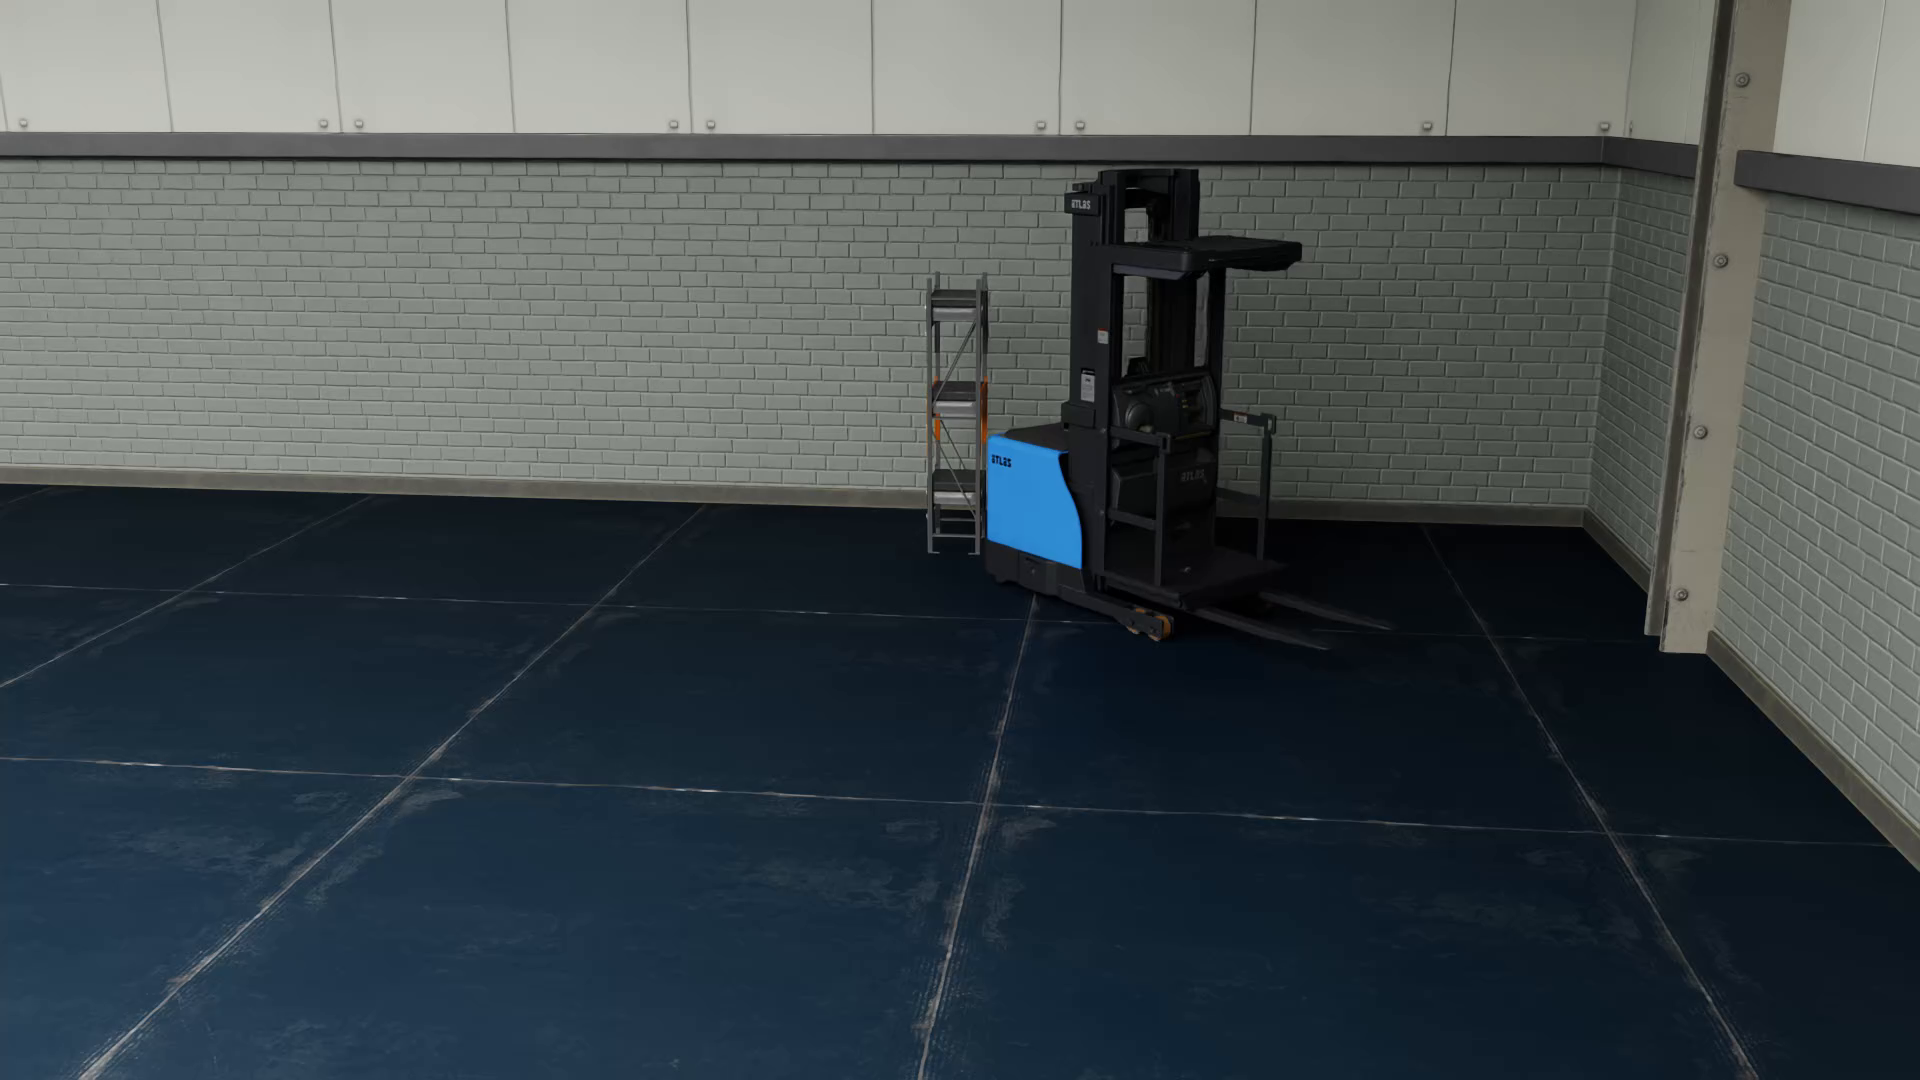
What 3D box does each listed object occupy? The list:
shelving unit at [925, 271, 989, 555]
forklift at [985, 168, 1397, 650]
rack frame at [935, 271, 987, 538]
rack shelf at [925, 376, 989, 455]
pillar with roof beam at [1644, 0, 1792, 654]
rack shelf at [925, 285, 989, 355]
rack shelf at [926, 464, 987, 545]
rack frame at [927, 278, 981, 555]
[{"bbox_3d":[-0.019,-0.971,12.729,0.431,2.100,0.503,2,15,6],"label":"shelving unit"},{"bbox_3d":[1.497,-0.909,10.909,1.130,2.935,3.031,-12,19,-37],"label":"forklift"},{"bbox_3d":[0.009,-1.034,12.963,0.400,2.100,0.015,2,15,6],"label":"rack frame"},{"bbox_3d":[-0.019,-0.958,12.733,0.431,0.518,0.480,2,15,6],"label":"rack shelf"},{"bbox_3d":[0.342,-3.808,10.007,9.100,9.000,0.400,2,15,6],"label":"pillar with roof beam"},{"bbox_3d":[-0.019,-1.633,12.550,0.431,0.518,0.480,2,15,6],"label":"rack shelf"},{"bbox_3d":[-0.019,-0.282,12.916,0.431,0.518,0.480,2,15,6],"label":"rack shelf"},{"bbox_3d":[-0.046,-0.907,12.495,0.400,2.100,0.015,2,15,6],"label":"rack frame"}]
